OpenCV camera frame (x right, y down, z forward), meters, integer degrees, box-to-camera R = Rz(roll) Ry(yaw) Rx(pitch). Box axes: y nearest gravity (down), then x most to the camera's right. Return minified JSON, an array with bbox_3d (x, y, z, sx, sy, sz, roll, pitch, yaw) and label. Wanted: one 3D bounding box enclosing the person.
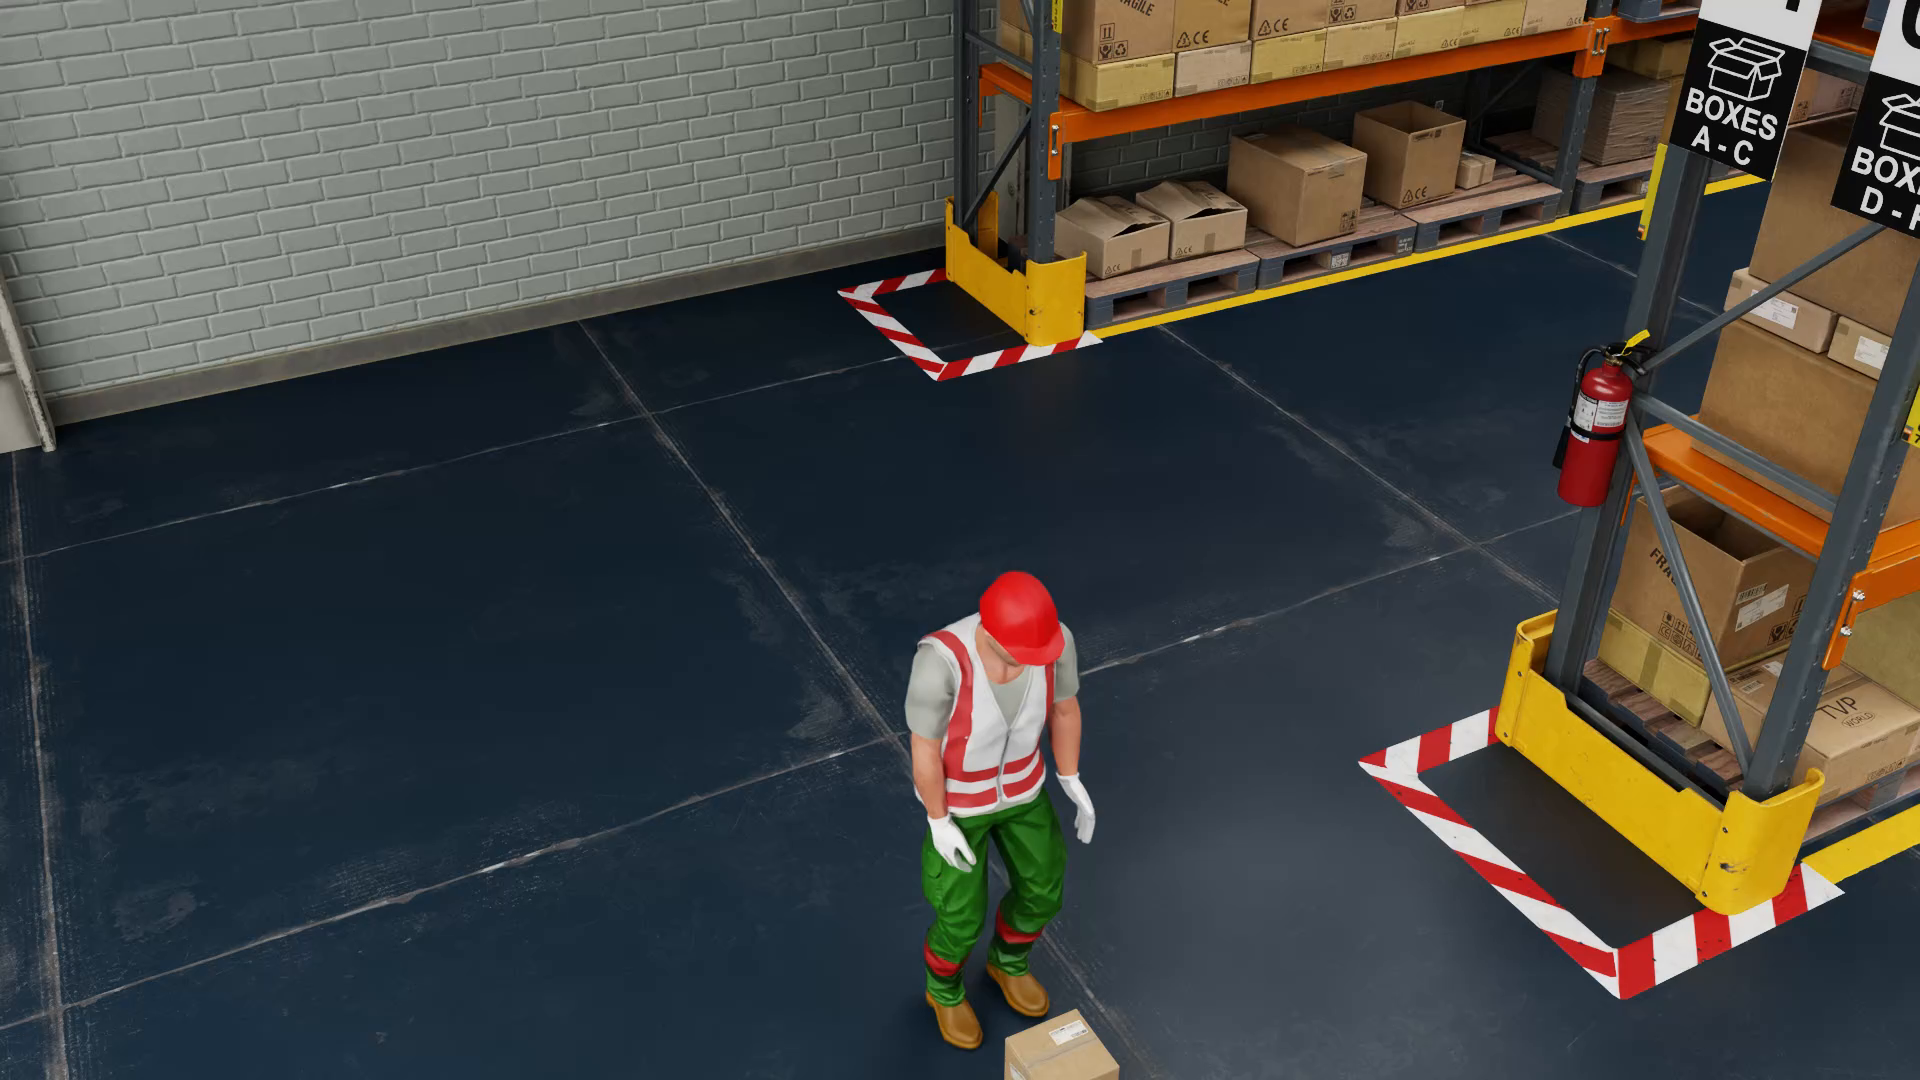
[{"bbox_3d":[0.119,0.787,4.966,0.551,1.713,0.496,-15,36,-22],"label":"person"}]
